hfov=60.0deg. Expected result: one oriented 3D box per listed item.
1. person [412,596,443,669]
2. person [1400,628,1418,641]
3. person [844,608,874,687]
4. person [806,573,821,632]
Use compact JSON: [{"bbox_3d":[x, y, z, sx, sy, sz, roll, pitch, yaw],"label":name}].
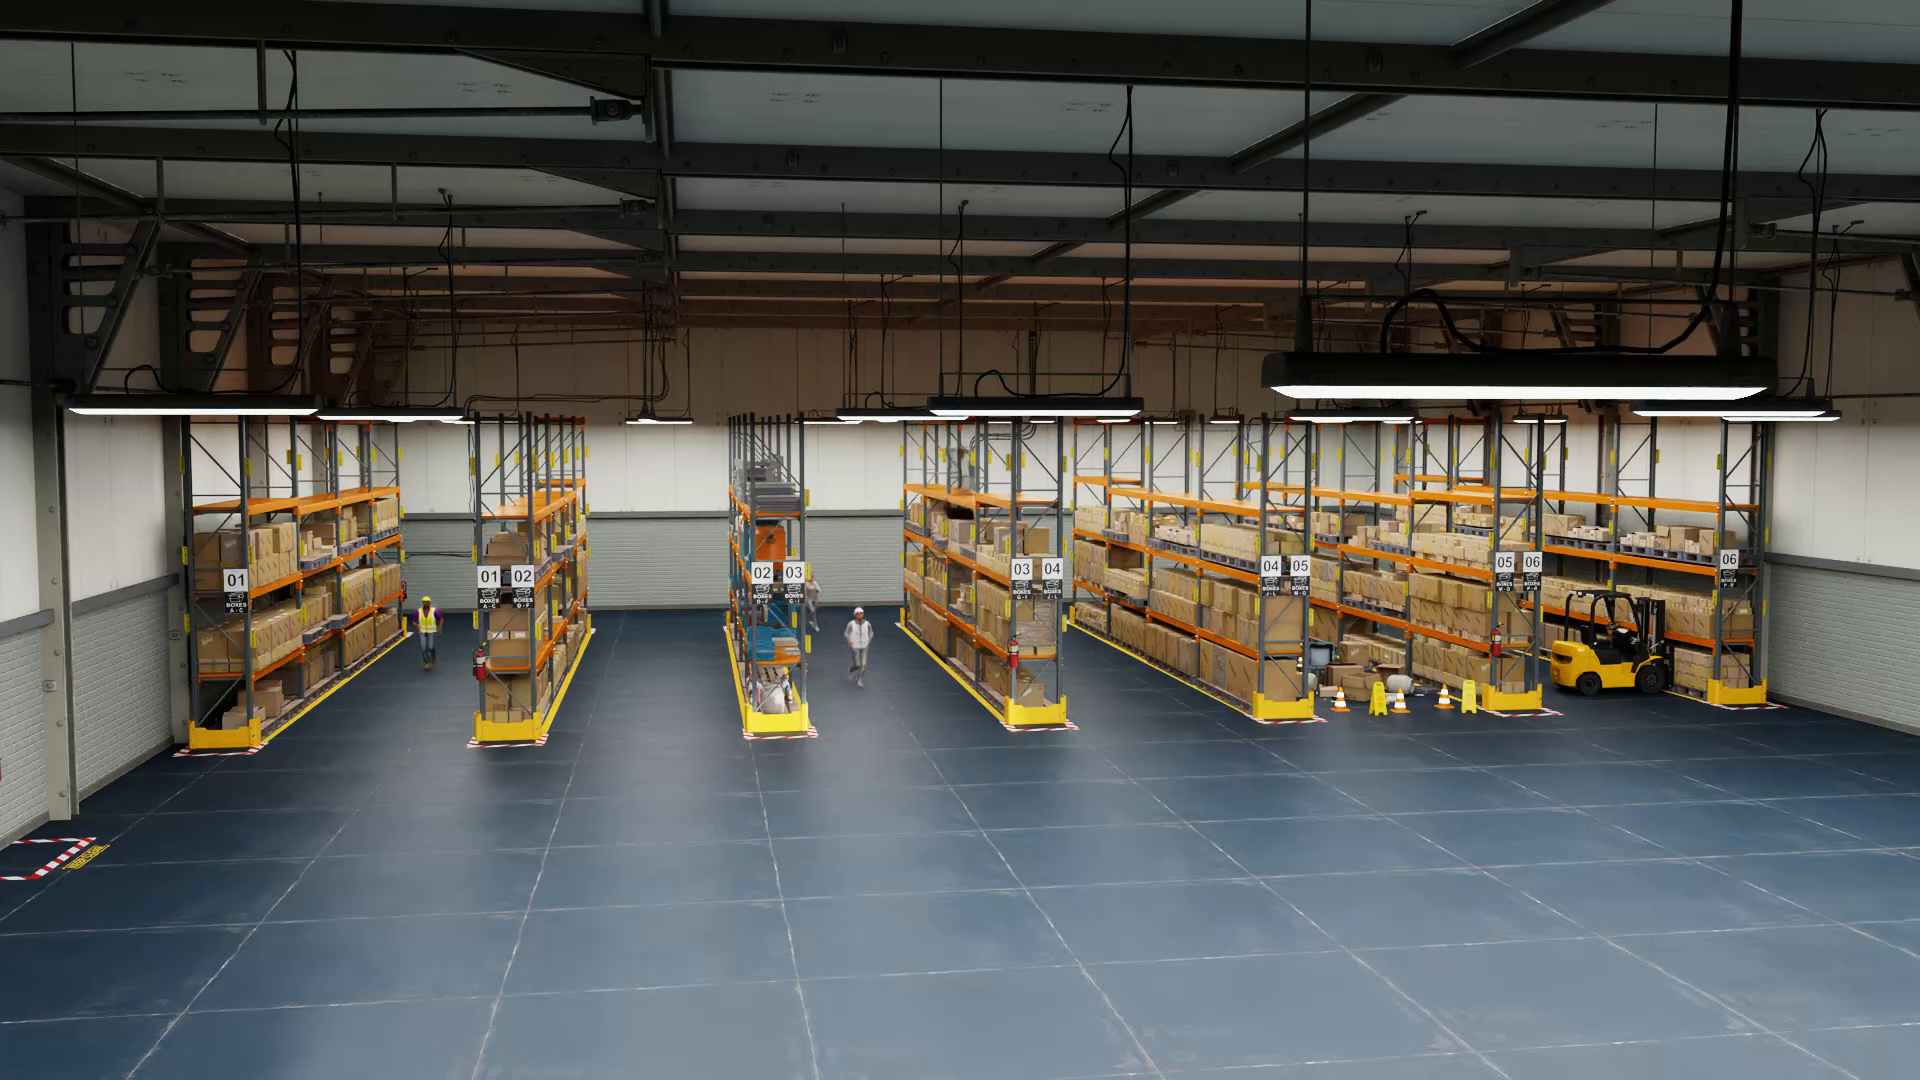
[{"bbox_3d":[-12.597,2.193,39.309,0.700,1.723,0.583,-1,4,-11],"label":"person"},{"bbox_3d":[11.445,2.035,42.347,0.625,1.700,0.760,-1,4,-17],"label":"person"},{"bbox_3d":[-2.217,2.362,36.789,0.656,1.745,0.625,-1,4,-18],"label":"person"},{"bbox_3d":[-4.196,1.738,46.864,0.544,1.618,0.789,-2,4,-27],"label":"person"}]
